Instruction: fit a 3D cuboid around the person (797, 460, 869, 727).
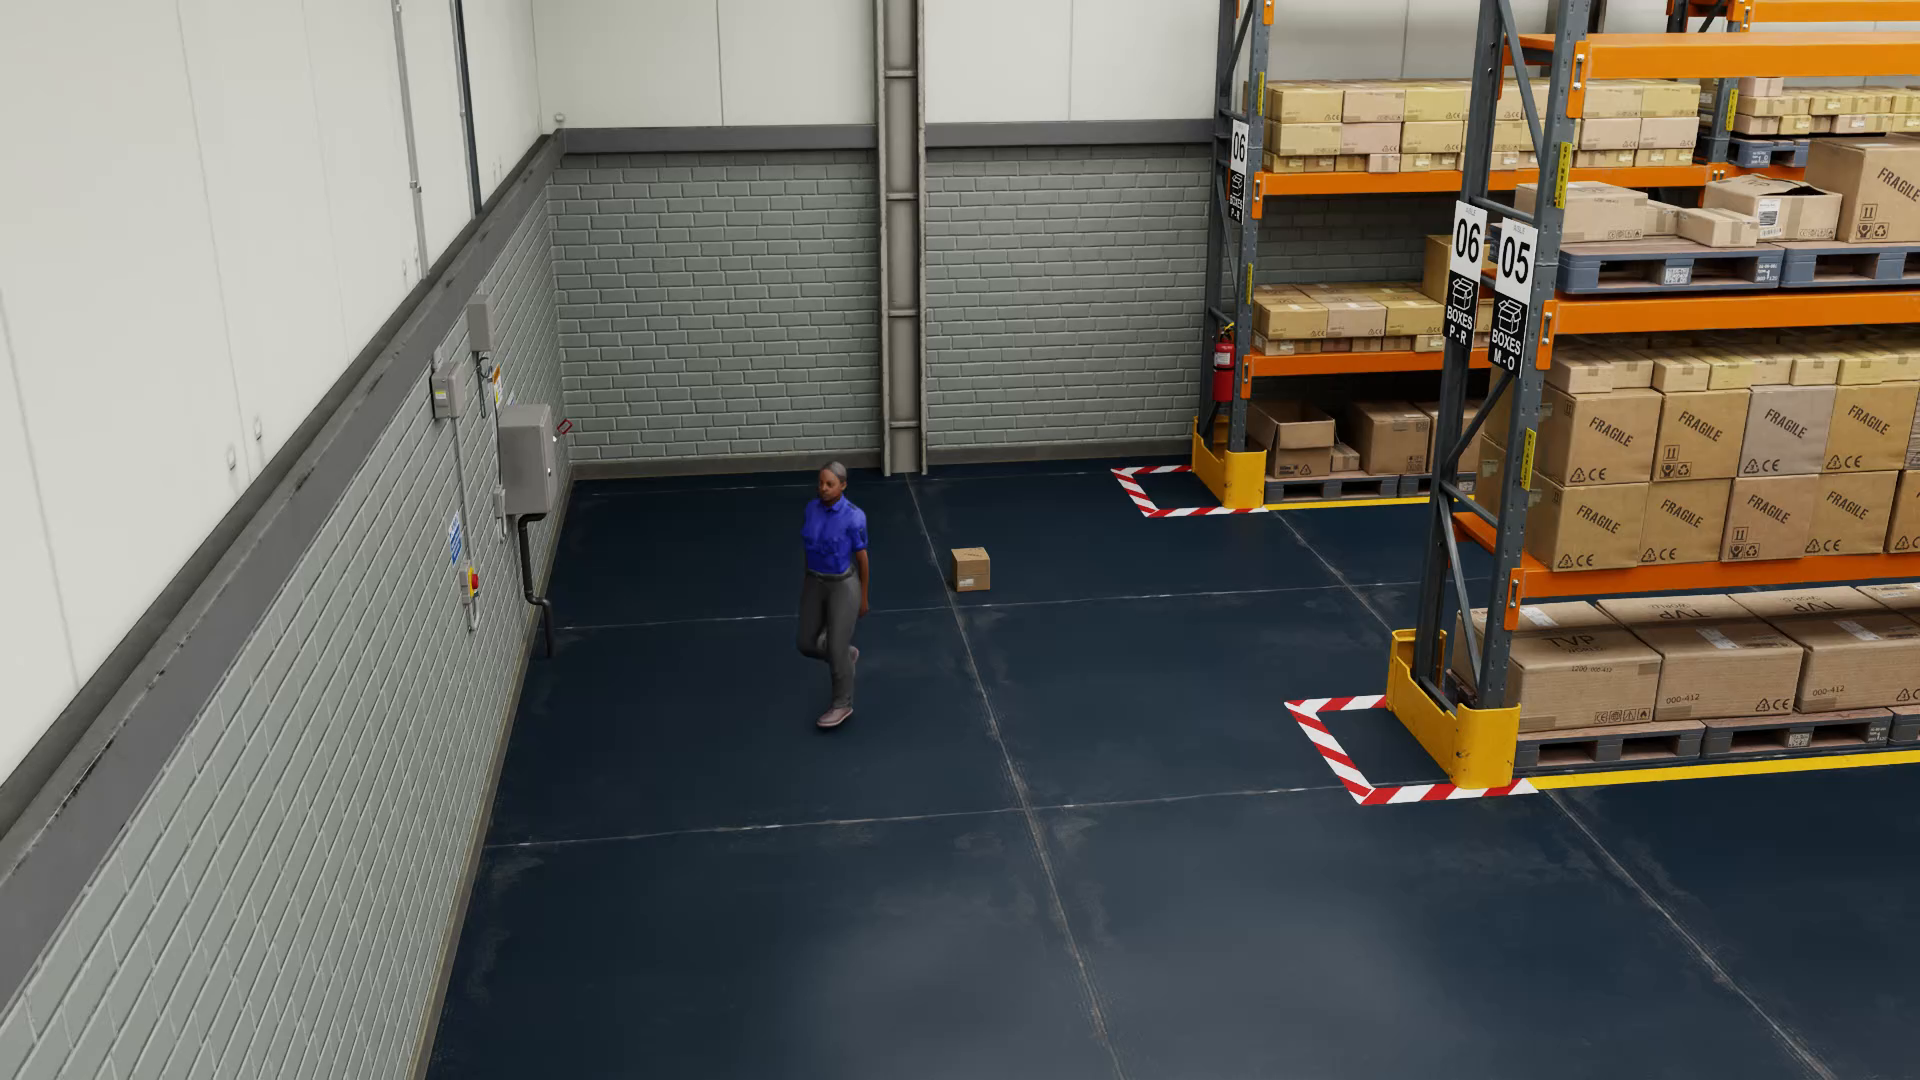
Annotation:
[{"bbox_3d":[-0.753,0.296,10.209,0.442,1.640,0.592,12,23,29],"label":"person"}]
